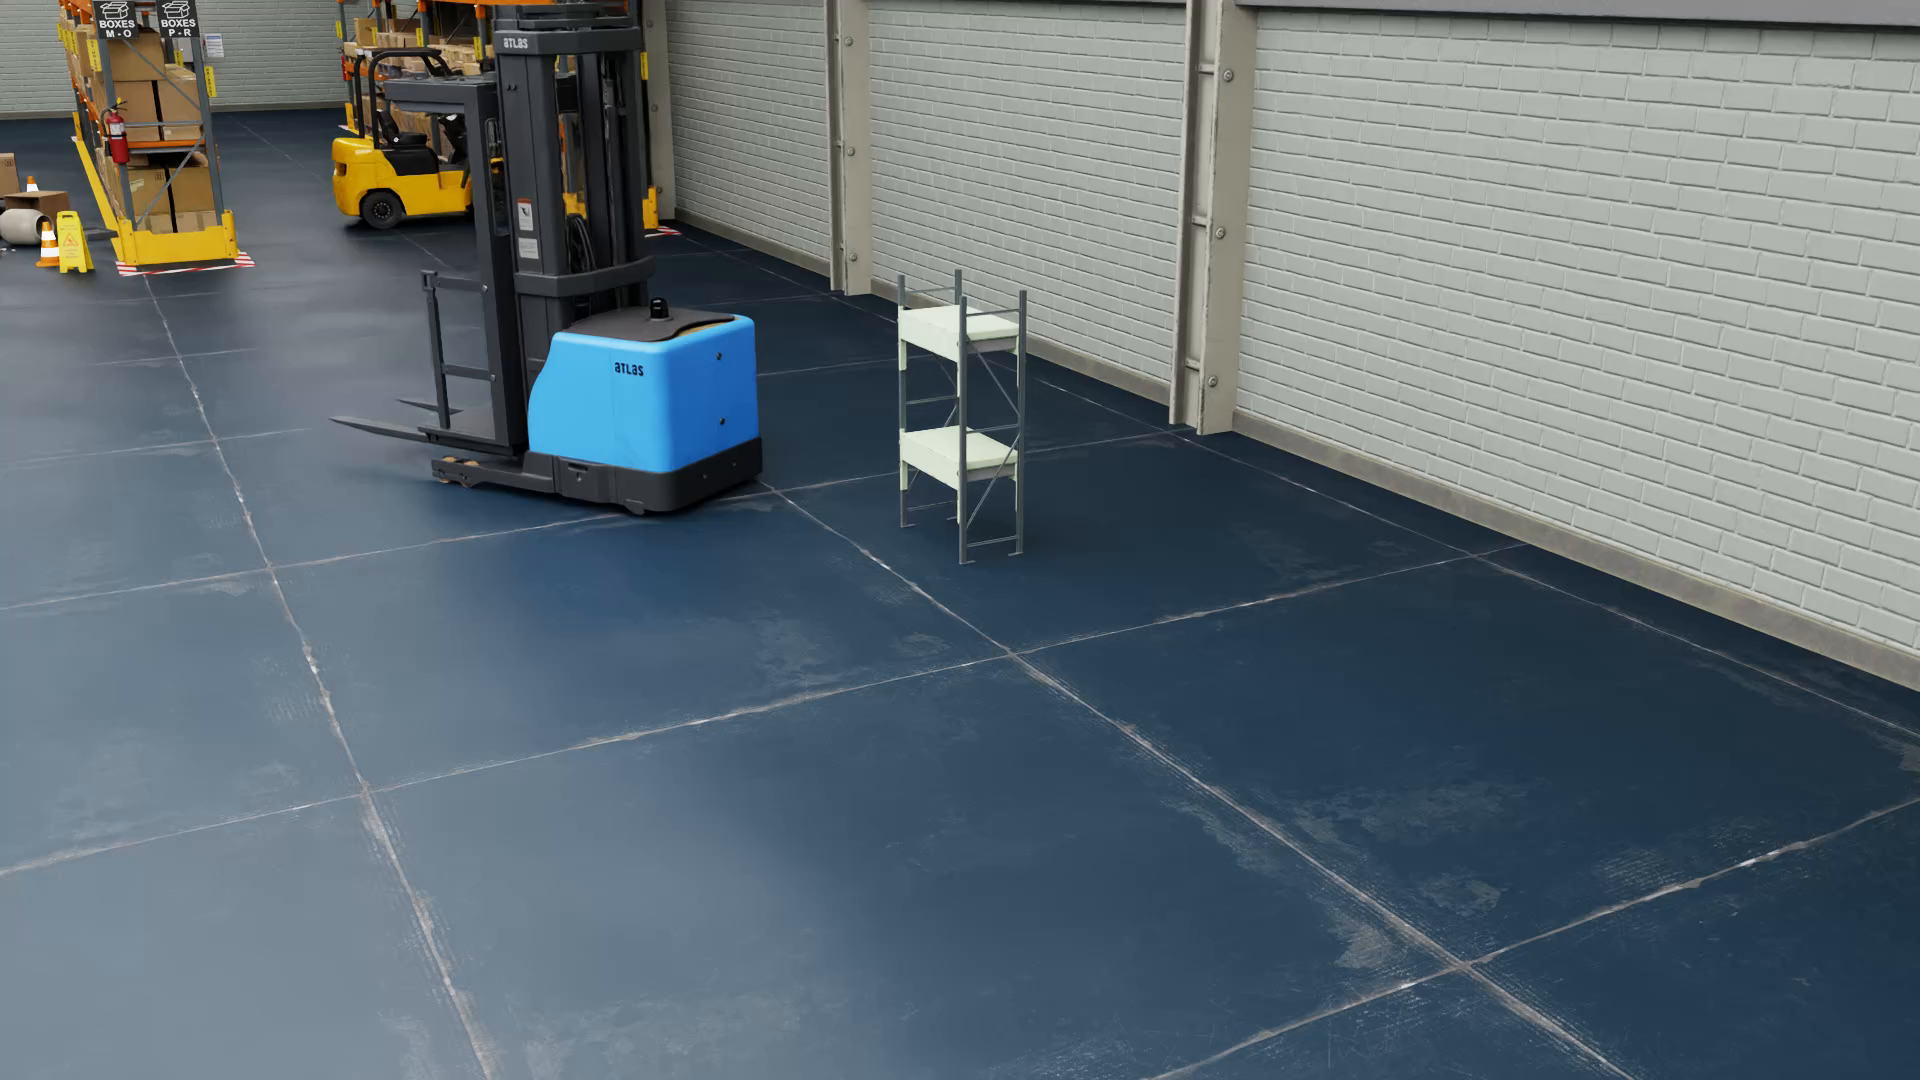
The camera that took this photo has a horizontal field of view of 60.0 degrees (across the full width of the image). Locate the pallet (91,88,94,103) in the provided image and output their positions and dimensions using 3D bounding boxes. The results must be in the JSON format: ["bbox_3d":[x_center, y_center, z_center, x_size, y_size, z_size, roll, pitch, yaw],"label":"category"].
[{"bbox_3d":[-11.603,-6.220,23.351,1.003,0.211,1.213,-10,21,-27],"label":"pallet"}]

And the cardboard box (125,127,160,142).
[{"bbox_3d":[-9.146,-4.531,18.549,0.380,0.149,0.250,-9,21,-25],"label":"cardboard box"}]

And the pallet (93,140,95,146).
[{"bbox_3d":[-14.771,-6.933,29.399,1.003,0.211,1.213,-10,21,-27],"label":"pallet"}]

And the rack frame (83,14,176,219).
[{"bbox_3d":[-10.680,-5.724,21.621,1.000,3.000,0.127,-10,21,-27],"label":"rack frame"}]

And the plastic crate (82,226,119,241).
[{"bbox_3d":[-10.656,-3.766,20.423,0.583,0.080,0.402,16,25,39],"label":"plastic crate"}]

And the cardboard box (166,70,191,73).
[{"bbox_3d":[-9.501,-5.381,20.019,0.500,0.500,0.500,-10,22,-28],"label":"cardboard box"}]

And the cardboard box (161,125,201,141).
[{"bbox_3d":[-8.759,-4.586,18.710,0.380,0.149,0.250,-10,21,-26],"label":"cardboard box"}]

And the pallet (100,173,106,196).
[{"bbox_3d":[-12.209,-5.329,24.753,1.003,0.211,1.213,-10,21,-27],"label":"pallet"}]

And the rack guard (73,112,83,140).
[{"bbox_3d":[-16.389,-7.994,32.032,1.175,0.500,0.348,-10,21,-27],"label":"rack guard"}]

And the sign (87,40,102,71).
[{"bbox_3d":[-9.278,-5.192,17.820,0.100,0.325,0.005,-10,21,-27],"label":"sign"}]

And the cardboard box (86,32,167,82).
[{"bbox_3d":[-9.215,-5.349,18.392,0.700,0.500,0.500,-11,22,-28],"label":"cardboard box"}]

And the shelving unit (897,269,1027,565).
[{"bbox_3d":[0.003,-0.707,9.381,0.431,1.500,0.755,-10,21,-27],"label":"shelving unit"}]

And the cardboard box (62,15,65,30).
[{"bbox_3d":[-15.898,-9.213,30.046,0.500,0.500,0.500,-10,21,-27],"label":"cardboard box"}]

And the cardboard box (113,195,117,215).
[{"bbox_3d":[-10.374,-4.260,20.950,0.500,0.250,0.500,-9,21,-24],"label":"cardboard box"}]

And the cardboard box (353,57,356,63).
[{"bbox_3d":[-11.935,-9.617,33.289,0.380,0.149,0.250,-9,21,-25],"label":"cardboard box"}]

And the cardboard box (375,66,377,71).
[{"bbox_3d":[-10.773,-8.866,31.113,0.380,0.149,0.250,-9,21,-25],"label":"cardboard box"}]

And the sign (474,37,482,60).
[{"bbox_3d":[-6.786,-6.917,23.424,0.100,0.325,0.005,-10,21,-27],"label":"sign"}]

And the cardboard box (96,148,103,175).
[{"bbox_3d":[-12.320,-5.665,24.834,0.950,0.372,0.625,-12,22,-30],"label":"cardboard box"}]

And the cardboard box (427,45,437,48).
[{"bbox_3d":[-8.320,-7.859,26.660,0.380,0.149,0.250,-9,21,-25],"label":"cardboard box"}]

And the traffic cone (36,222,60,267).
[{"bbox_3d":[-10.120,-3.300,18.486,0.336,0.463,0.334,-10,21,-27],"label":"traffic cone"}]

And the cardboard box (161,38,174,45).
[{"bbox_3d":[-10.592,-6.607,21.932,0.380,0.149,0.250,-10,21,-27],"label":"cardboard box"}]

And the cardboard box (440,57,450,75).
[{"bbox_3d":[-7.747,-7.345,25.783,0.500,0.250,0.500,-11,22,-28],"label":"cardboard box"}]

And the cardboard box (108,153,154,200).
[{"bbox_3d":[-10.128,-4.465,20.394,0.500,0.500,0.500,-9,21,-24],"label":"cardboard box"}]

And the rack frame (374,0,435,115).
[{"bbox_3d":[-10.112,-8.790,30.507,1.000,3.000,0.127,-10,21,-27],"label":"rack frame"}]

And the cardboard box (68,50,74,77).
[{"bbox_3d":[-15.424,-8.450,29.368,0.500,0.500,0.500,-10,22,-27],"label":"cardboard box"}]

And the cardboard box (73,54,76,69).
[{"bbox_3d":[-14.029,-7.722,26.874,0.500,0.250,0.500,-10,21,-26],"label":"cardboard box"}]

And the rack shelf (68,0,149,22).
[{"bbox_3d":[-11.629,-7.376,22.913,1.077,0.370,4.000,-10,21,-27],"label":"rack shelf"}]

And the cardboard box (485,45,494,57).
[{"bbox_3d":[-6.423,-6.851,23.283,0.380,0.149,0.250,-10,21,-26],"label":"cardboard box"}]

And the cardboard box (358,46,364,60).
[{"bbox_3d":[-11.288,-9.403,32.057,0.500,0.250,0.500,-11,22,-28],"label":"cardboard box"}]

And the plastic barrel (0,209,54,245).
[{"bbox_3d":[-11.093,-3.716,19.752,0.512,0.421,0.421,4,19,11],"label":"plastic barrel"}]

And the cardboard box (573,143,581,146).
[{"bbox_3d":[-4.716,-5.027,21.640,0.500,0.250,0.500,-10,21,-27],"label":"cardboard box"}]

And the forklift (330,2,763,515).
[{"bbox_3d":[-2.810,-1.860,10.528,3.031,2.935,1.130,10,21,27],"label":"forklift"}]

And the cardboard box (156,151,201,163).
[{"bbox_3d":[-9.676,-4.557,20.660,0.500,0.500,0.500,-9,21,-24],"label":"cardboard box"}]

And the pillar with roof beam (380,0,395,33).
[{"bbox_3d":[-16.287,-13.021,33.572,9.100,9.000,0.400,-10,21,-27],"label":"pillar with roof beam"}]

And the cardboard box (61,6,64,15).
[{"bbox_3d":[-16.243,-9.694,30.445,0.380,0.149,0.250,-9,21,-25],"label":"cardboard box"}]

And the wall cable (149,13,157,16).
[{"bbox_3d":[-17.833,-11.487,36.765,0.588,1.984,0.122,-10,21,-27],"label":"wall cable"}]

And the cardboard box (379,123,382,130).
[{"bbox_3d":[-10.804,-7.913,31.514,0.396,0.266,0.258,-9,21,-25],"label":"cardboard box"}]

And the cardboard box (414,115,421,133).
[{"bbox_3d":[-9.082,-7.042,28.630,0.500,0.500,0.500,-9,21,-24],"label":"cardboard box"}]

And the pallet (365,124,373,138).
[{"bbox_3d":[-11.020,-8.020,32.550,1.003,0.211,1.213,-10,21,-27],"label":"pallet"}]

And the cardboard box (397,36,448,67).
[{"bbox_3d":[-9.150,-8.329,28.369,0.797,0.503,0.637,-11,22,-28],"label":"cardboard box"}]

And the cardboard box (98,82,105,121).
[{"bbox_3d":[-9.514,-5.021,18.975,0.500,0.500,0.500,-10,21,-27],"label":"cardboard box"}]

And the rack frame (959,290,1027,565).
[{"bbox_3d":[0.177,-0.602,9.077,0.400,1.500,0.023,-10,21,-27],"label":"rack frame"}]

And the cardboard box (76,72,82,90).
[{"bbox_3d":[-13.796,-7.340,26.533,0.500,0.250,0.500,-10,22,-28],"label":"cardboard box"}]

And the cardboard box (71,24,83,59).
[{"bbox_3d":[-13.306,-7.646,25.505,0.500,0.500,0.500,-10,21,-26],"label":"cardboard box"}]

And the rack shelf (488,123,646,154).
[{"bbox_3d":[-5.363,-5.580,22.306,1.077,0.370,4.000,-10,21,-27],"label":"rack shelf"}]

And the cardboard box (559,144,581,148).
[{"bbox_3d":[-5.154,-4.946,21.406,0.500,0.250,0.500,-10,21,-26],"label":"cardboard box"}]

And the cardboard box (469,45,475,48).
[{"bbox_3d":[-7.588,-7.792,26.467,0.380,0.149,0.250,-10,21,-27],"label":"cardboard box"}]

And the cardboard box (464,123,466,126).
[{"bbox_3d":[-7.291,-6.157,25.873,0.875,0.625,0.625,-11,22,-29],"label":"cardboard box"}]

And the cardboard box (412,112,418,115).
[{"bbox_3d":[-9.275,-7.453,28.826,0.380,0.149,0.250,-11,22,-29],"label":"cardboard box"}]

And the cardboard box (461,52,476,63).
[{"bbox_3d":[-7.121,-7.116,24.508,0.380,0.149,0.250,-11,22,-28],"label":"cardboard box"}]

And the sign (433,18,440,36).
[{"bbox_3d":[-9.625,-9.425,30.571,0.100,0.325,0.005,-10,21,-27],"label":"sign"}]

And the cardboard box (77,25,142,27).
[{"bbox_3d":[-10.438,-6.075,20.495,0.700,0.500,0.500,-10,21,-26],"label":"cardboard box"}]

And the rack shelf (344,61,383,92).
[{"bbox_3d":[-11.062,-9.024,32.289,1.077,0.370,4.000,-10,21,-27],"label":"rack shelf"}]

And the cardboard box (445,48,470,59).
[{"bbox_3d":[-7.698,-7.490,25.591,0.380,0.149,0.250,-9,21,-26],"label":"cardboard box"}]

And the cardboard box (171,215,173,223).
[{"bbox_3d":[-9.426,-4.051,20.345,0.500,0.250,0.500,-8,21,-23],"label":"cardboard box"}]

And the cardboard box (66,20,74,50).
[{"bbox_3d":[-14.523,-8.370,27.602,0.500,0.500,0.500,-10,21,-26],"label":"cardboard box"}]
